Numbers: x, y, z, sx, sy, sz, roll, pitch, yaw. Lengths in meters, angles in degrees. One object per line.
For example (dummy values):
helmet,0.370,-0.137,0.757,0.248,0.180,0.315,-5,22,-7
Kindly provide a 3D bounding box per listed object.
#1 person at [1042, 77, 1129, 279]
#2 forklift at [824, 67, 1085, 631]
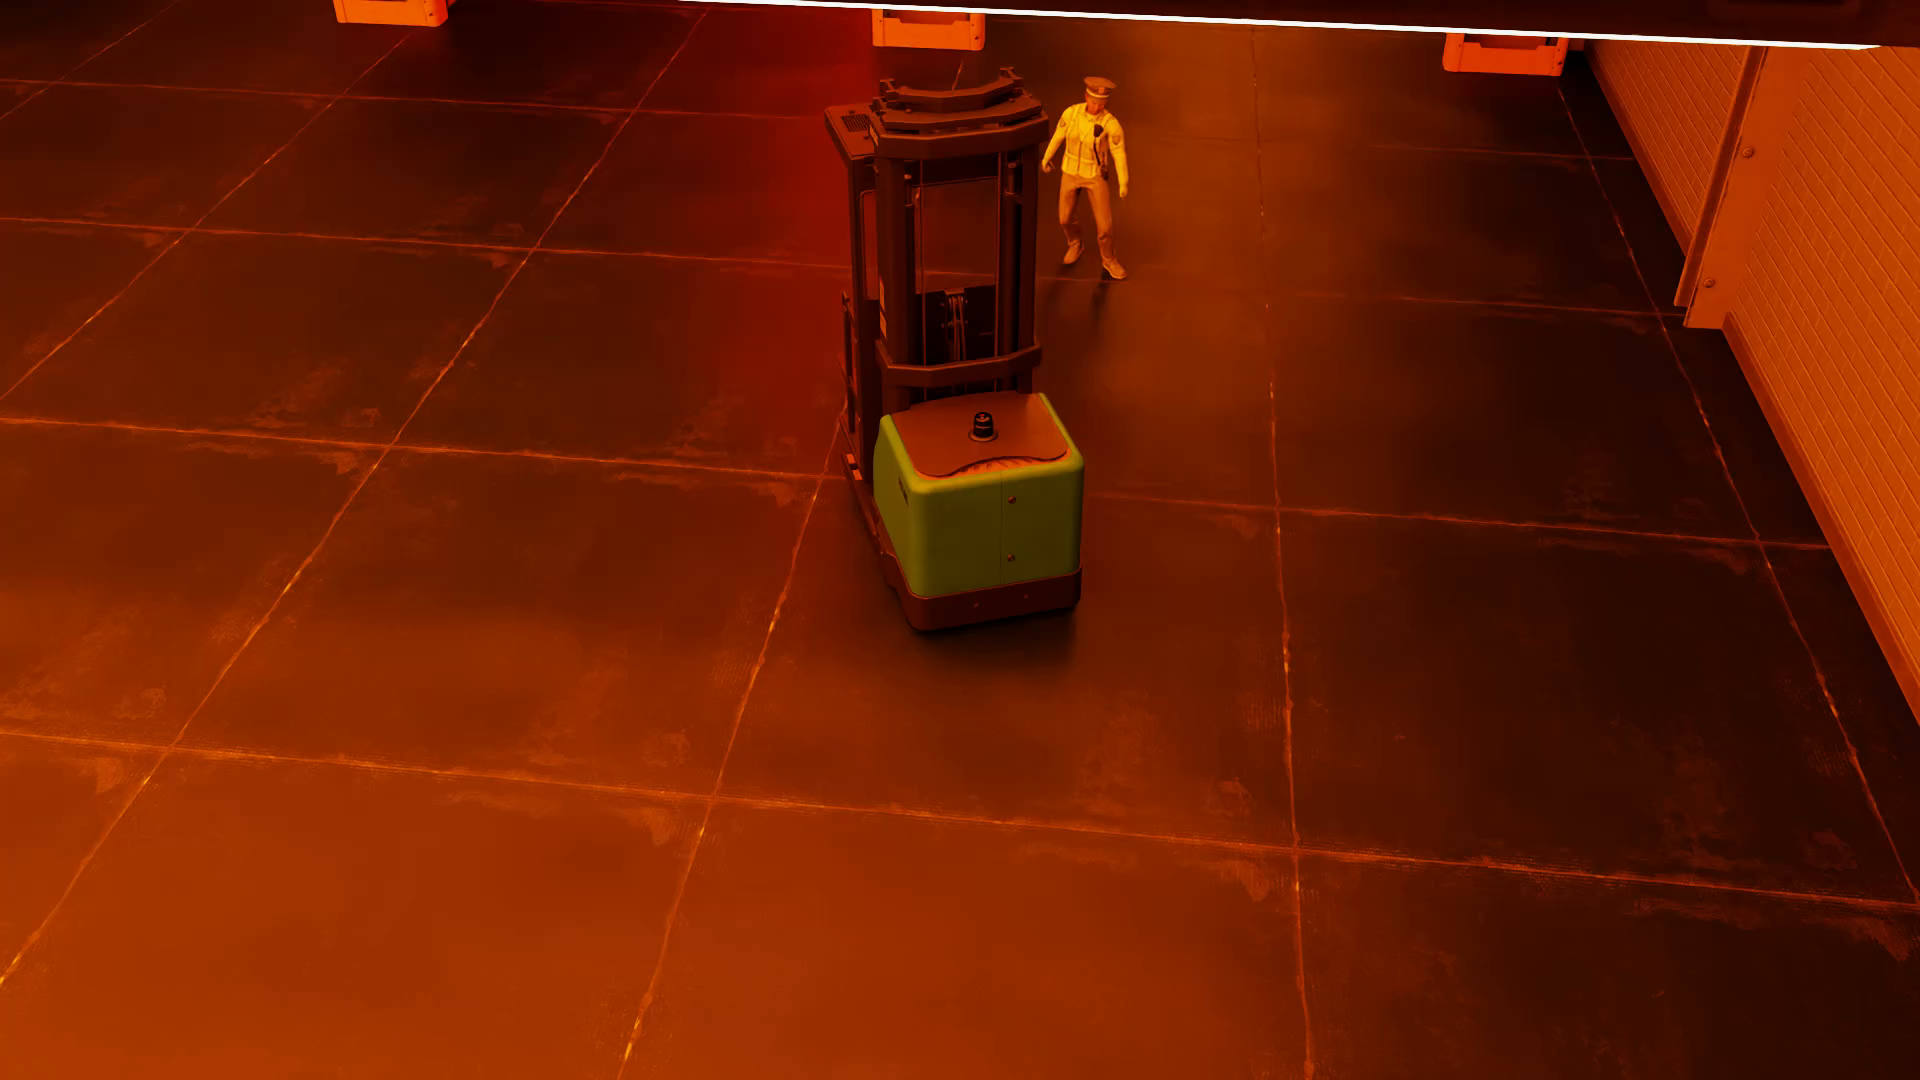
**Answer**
person,1.006,-2.875,13.092,0.812,1.650,0.441,18,40,23
forklift,-0.159,-1.528,10.103,1.130,2.935,3.031,-9,37,-12
